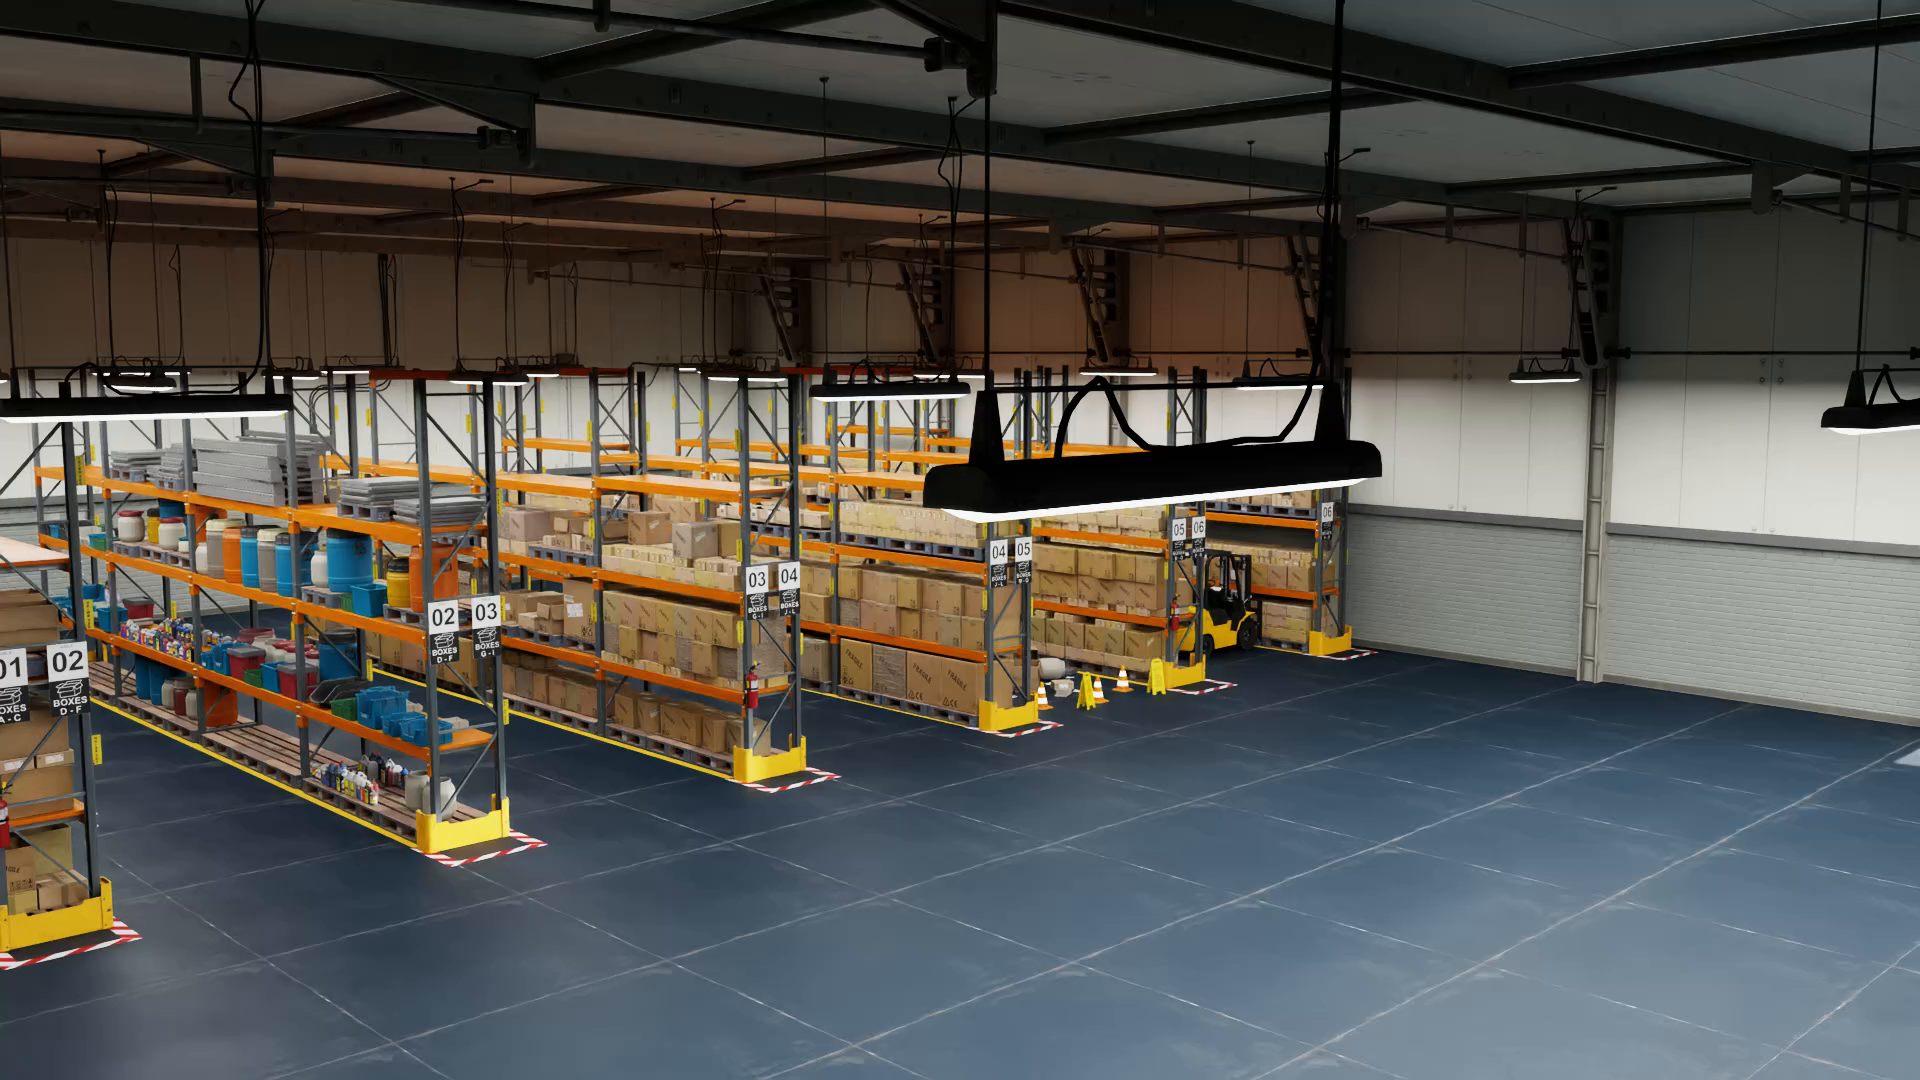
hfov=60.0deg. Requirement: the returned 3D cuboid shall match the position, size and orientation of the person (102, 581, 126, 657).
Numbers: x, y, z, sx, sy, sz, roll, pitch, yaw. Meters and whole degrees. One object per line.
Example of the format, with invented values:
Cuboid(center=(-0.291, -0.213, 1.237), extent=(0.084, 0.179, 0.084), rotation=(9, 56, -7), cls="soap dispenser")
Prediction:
Cuboid(center=(-17.699, 1.615, 34.702), extent=(1.063, 1.579, 0.528), rotation=(3, 7, 25), cls="person")
